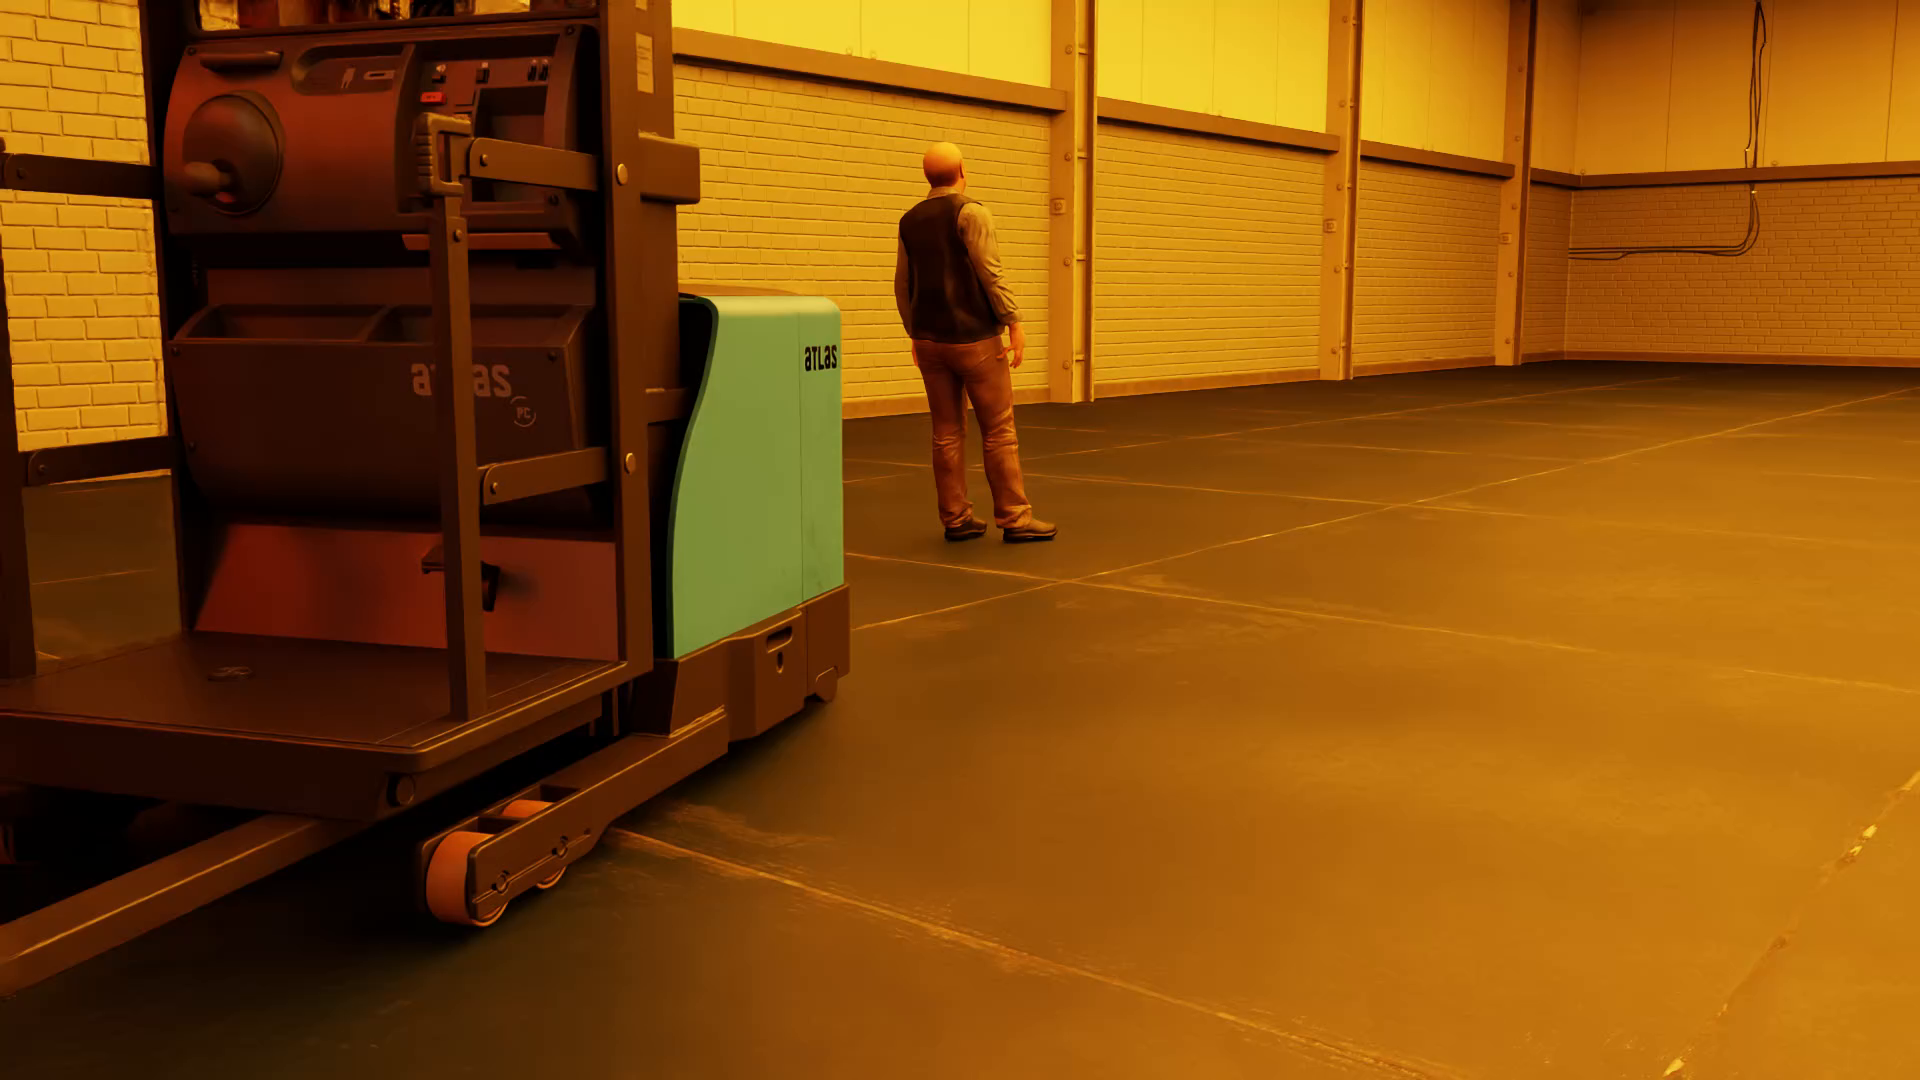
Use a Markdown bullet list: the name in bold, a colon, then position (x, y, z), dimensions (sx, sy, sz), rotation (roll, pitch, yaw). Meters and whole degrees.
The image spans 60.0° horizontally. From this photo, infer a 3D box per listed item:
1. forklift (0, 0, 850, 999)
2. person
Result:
- **forklift**: position (-1.230, -0.849, 3.082), dimensions (1.130, 2.935, 3.031), rotation (3, 9, 18)
- **person**: position (0.045, -0.865, 7.322), dimensions (0.632, 1.720, 0.568), rotation (7, 11, 38)
